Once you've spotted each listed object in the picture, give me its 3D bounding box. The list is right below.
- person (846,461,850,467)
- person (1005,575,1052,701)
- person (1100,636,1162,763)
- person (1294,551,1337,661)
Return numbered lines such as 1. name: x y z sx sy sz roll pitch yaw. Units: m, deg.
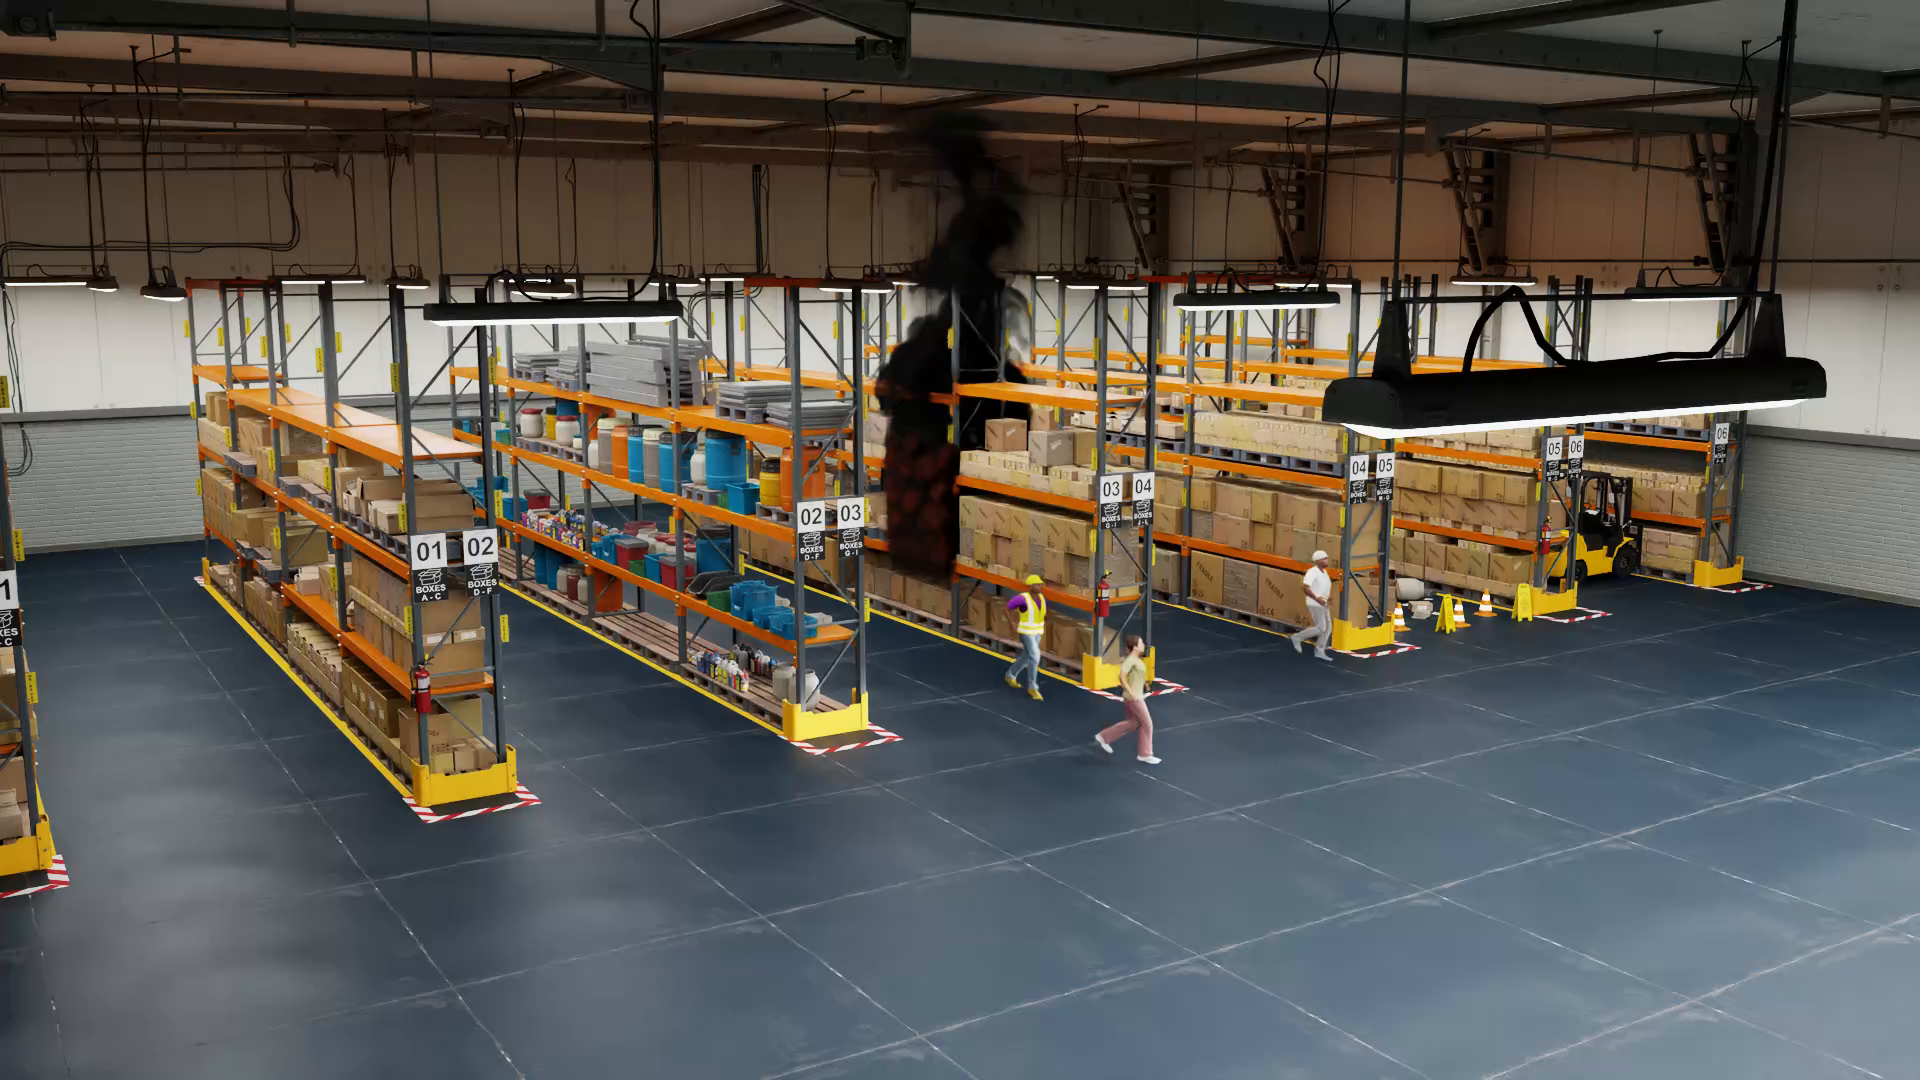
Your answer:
1. person: -2.712 -1.035 38.841 0.663 1.772 0.807 -4 11 -25
2. person: 1.066 1.406 24.428 0.895 1.801 0.712 9 13 42
3. person: 2.181 2.019 21.129 0.789 1.656 0.596 1 10 4
4. person: 5.751 1.045 26.715 0.606 1.743 0.710 5 11 29
